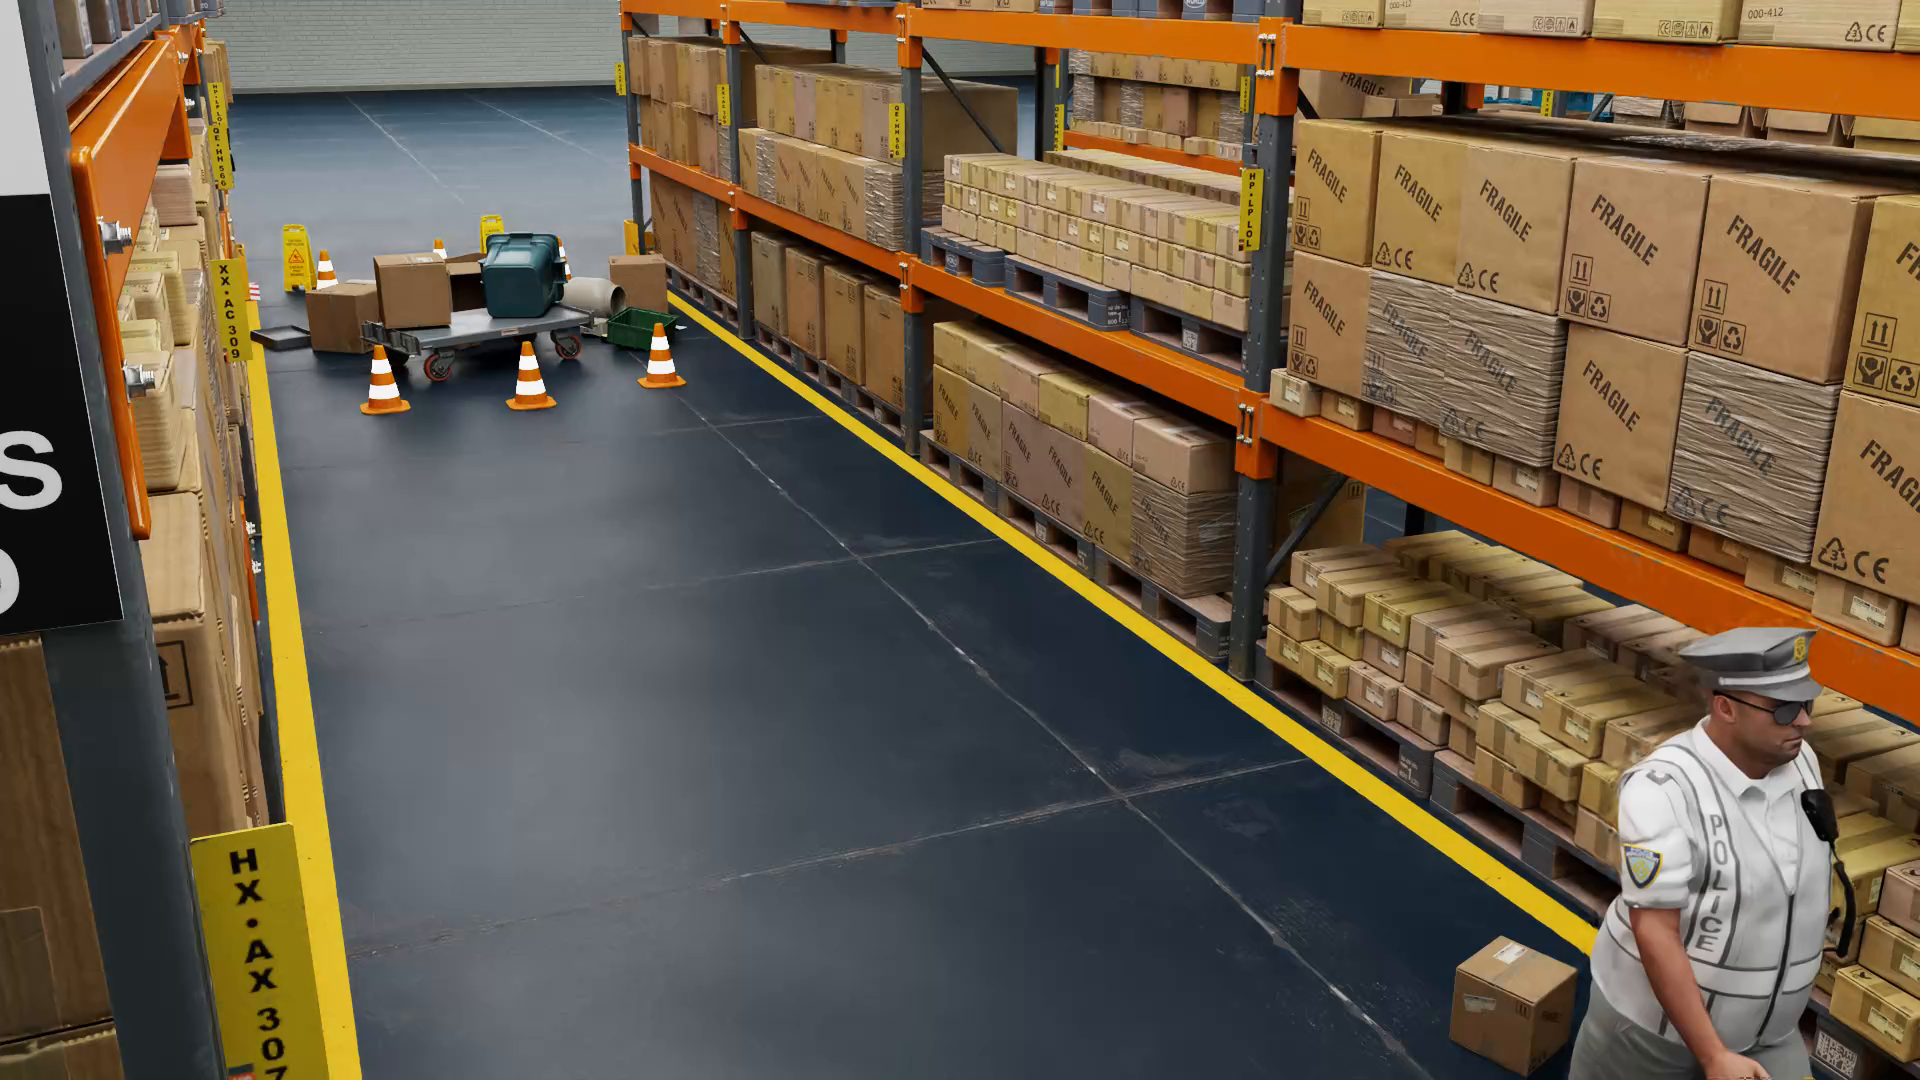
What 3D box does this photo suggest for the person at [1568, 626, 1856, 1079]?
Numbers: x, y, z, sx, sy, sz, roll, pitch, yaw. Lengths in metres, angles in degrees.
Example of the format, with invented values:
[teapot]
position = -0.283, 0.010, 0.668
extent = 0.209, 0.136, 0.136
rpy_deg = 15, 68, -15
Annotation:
[person]
position = 1.636, 1.008, 3.504
extent = 0.531, 1.717, 0.996
rpy_deg = -6, 20, -17
